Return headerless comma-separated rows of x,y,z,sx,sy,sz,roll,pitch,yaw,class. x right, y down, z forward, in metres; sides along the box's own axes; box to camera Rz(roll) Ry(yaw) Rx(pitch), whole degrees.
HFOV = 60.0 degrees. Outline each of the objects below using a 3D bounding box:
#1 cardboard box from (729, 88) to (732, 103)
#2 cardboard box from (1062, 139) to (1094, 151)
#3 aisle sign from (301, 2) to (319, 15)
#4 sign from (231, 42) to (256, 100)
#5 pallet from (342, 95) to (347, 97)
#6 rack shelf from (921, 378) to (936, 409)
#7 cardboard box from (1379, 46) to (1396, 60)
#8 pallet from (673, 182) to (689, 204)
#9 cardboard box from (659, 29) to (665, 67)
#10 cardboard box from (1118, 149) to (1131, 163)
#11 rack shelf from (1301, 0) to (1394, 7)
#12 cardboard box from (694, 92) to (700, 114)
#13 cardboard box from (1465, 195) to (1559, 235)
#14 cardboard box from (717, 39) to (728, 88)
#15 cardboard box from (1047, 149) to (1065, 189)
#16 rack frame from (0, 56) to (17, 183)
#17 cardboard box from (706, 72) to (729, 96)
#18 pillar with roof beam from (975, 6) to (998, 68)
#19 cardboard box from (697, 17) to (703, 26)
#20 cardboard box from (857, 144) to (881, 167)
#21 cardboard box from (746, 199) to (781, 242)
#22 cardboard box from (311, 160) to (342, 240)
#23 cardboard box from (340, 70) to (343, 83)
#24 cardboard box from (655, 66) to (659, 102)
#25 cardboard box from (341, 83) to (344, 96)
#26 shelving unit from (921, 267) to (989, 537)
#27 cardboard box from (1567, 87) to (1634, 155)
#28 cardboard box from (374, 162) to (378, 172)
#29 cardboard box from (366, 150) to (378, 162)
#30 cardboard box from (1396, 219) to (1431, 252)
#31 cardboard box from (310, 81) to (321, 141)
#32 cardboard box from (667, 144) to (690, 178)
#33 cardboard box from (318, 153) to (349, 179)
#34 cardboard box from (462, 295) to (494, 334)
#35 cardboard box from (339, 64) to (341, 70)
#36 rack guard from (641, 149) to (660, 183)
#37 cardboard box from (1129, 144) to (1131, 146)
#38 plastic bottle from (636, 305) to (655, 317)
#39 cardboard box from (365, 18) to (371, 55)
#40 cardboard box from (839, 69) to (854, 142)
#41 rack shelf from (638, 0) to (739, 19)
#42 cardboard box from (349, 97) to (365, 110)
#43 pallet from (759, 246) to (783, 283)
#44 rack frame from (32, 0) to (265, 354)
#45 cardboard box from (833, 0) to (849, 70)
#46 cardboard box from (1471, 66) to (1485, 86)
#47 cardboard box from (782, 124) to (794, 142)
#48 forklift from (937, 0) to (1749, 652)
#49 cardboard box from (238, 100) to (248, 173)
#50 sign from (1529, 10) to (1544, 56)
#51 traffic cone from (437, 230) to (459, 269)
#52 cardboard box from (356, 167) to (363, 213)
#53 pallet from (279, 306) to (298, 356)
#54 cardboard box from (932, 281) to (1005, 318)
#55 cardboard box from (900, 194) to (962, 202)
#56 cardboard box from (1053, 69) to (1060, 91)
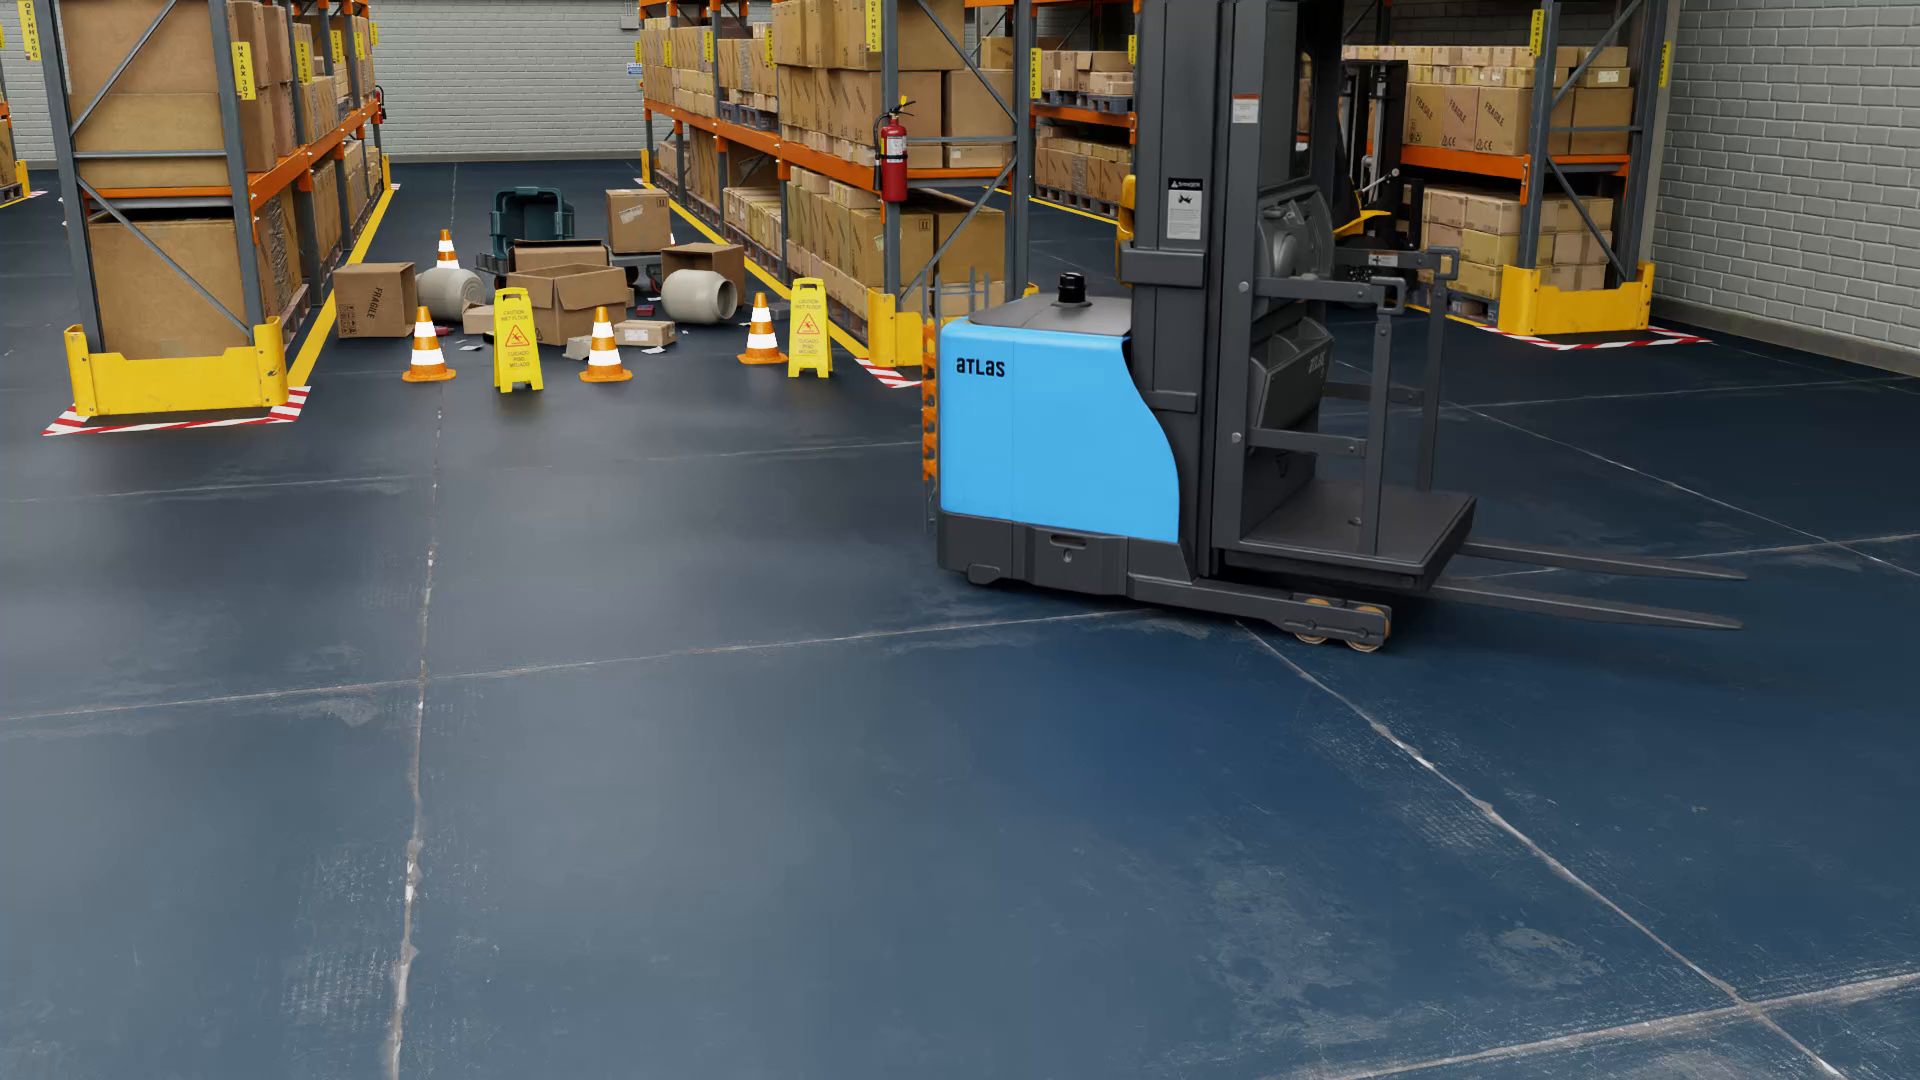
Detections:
-2.236,-4.717,17.647,0.380,0.149,0.250,-6,18,-19,cardboard box
1.613,-5.380,22.635,0.380,0.149,0.250,-5,17,-16,cardboard box
-9.461,-7.936,24.138,0.394,0.787,0.004,-5,17,-15,aisle sign
-4.220,-2.763,9.795,0.100,0.325,0.005,-5,17,-15,sign
-7.983,-5.273,20.126,1.003,0.211,1.213,-5,17,-15,pallet
-0.018,-0.647,7.255,0.258,0.103,0.180,-6,18,-18,rack shelf
3.881,-4.227,14.492,0.380,0.149,0.250,-5,17,-15,cardboard box
-3.456,-4.888,23.358,1.003,0.211,1.213,-5,17,-15,pallet
-3.849,-6.784,22.909,0.500,0.500,0.500,-5,17,-16,cardboard box
2.170,-4.725,20.457,0.380,0.149,0.250,-6,18,-18,cardboard box
4.198,-4.727,14.009,1.077,0.370,4.000,-5,17,-15,rack shelf
-2.890,-5.229,19.906,0.500,0.250,0.500,-5,17,-16,cardboard box
4.321,-2.547,13.029,0.500,0.250,0.500,-4,17,-13,cardboard box
-2.322,-5.149,17.960,0.500,0.500,0.500,-5,17,-17,cardboard box
1.522,-5.106,22.853,0.500,0.500,0.500,-5,17,-16,cardboard box
-13.950,-6.330,23.311,1.000,3.000,0.127,-5,17,-15,rack frame
-2.600,-5.182,18.881,0.500,0.250,0.500,-5,17,-15,cardboard box
-3.663,-10.857,27.953,9.100,9.000,0.400,-5,17,-15,pillar with roof beam
-3.681,-6.986,22.456,0.380,0.149,0.250,-4,17,-14,cardboard box
-0.509,-2.715,11.714,0.380,0.149,0.250,-5,17,-16,cardboard box
-1.664,-3.272,16.970,0.950,0.372,0.625,-4,17,-13,cardboard box
-6.873,-3.429,16.836,1.050,0.750,0.750,-5,17,-16,cardboard box
-7.536,-5.500,19.737,0.380,0.149,0.250,-5,18,-17,cardboard box
-4.123,-6.589,23.999,0.500,0.500,0.500,-4,17,-13,cardboard box
-7.547,-5.364,19.802,0.380,0.149,0.250,-6,18,-18,cardboard box
-0.018,-0.575,7.277,0.258,1.200,0.189,-6,18,-18,shelving unit
4.878,-3.288,13.011,0.500,0.500,0.500,-4,17,-13,cardboard box
-8.434,-5.263,23.468,0.380,0.149,0.250,-4,17,-14,cardboard box
-8.419,-5.406,23.428,0.380,0.149,0.250,-4,17,-13,cardboard box
4.024,-2.596,14.059,0.500,0.250,0.500,-5,17,-17,cardboard box
-5.880,-3.729,14.479,0.500,0.500,0.500,-5,17,-15,cardboard box
-3.884,-5.660,24.806,0.875,0.438,0.875,-4,17,-14,cardboard box
-6.911,-4.054,18.047,0.500,0.250,0.500,-6,18,-18,cardboard box
-3.612,-1.736,12.769,0.396,0.266,0.258,-2,17,-6,cardboard box
-7.539,-5.639,19.685,0.380,0.149,0.250,-5,17,-15,cardboard box
-4.428,-5.923,26.301,1.175,0.500,0.348,-5,17,-15,rack guard
2.409,-5.067,21.593,0.380,0.149,0.250,-5,17,-16,cardboard box
-2.572,-1.882,13.610,0.133,0.061,0.283,-2,17,-6,plastic bottle
-8.788,-7.256,23.967,0.500,0.500,0.500,-5,17,-16,cardboard box
-0.571,-3.145,12.018,0.500,0.500,0.500,-5,17,-15,cardboard box
-3.872,-7.652,23.750,1.077,0.370,4.000,-5,17,-15,rack shelf
-7.817,-5.572,21.223,0.380,0.149,0.250,-4,17,-13,cardboard box
-1.339,-2.674,15.987,1.003,0.211,1.213,-5,17,-15,pallet
-4.756,-2.268,9.790,1.000,3.000,0.127,-5,17,-15,rack frame
-0.506,-3.622,11.866,0.700,0.500,0.500,-5,17,-15,cardboard box
4.272,-3.659,13.116,0.380,0.149,0.250,-4,17,-14,cardboard box
-1.345,-3.561,14.531,0.380,0.149,0.250,-5,17,-16,cardboard box
1.459,-1.168,6.246,3.031,2.935,1.130,8,19,25,forklift
-5.073,-2.590,10.599,0.875,0.550,0.550,-5,17,-15,cardboard box
4.222,-3.710,12.165,0.100,0.325,0.005,-5,17,-15,sign
-4.772,-2.650,15.471,0.336,0.463,0.334,-5,17,-15,traffic cone
-7.331,-4.123,19.578,0.500,0.500,0.500,-5,17,-16,cardboard box
-5.382,-1.485,12.028,1.003,0.211,1.213,-5,17,-15,pallet
0.020,-1.817,12.337,0.500,0.250,0.500,-5,17,-16,cardboard box
-0.265,-2.466,13.195,0.500,0.500,0.500,-4,17,-14,cardboard box
1.462,-6.123,22.125,0.396,0.266,0.258,-4,17,-13,cardboard box
